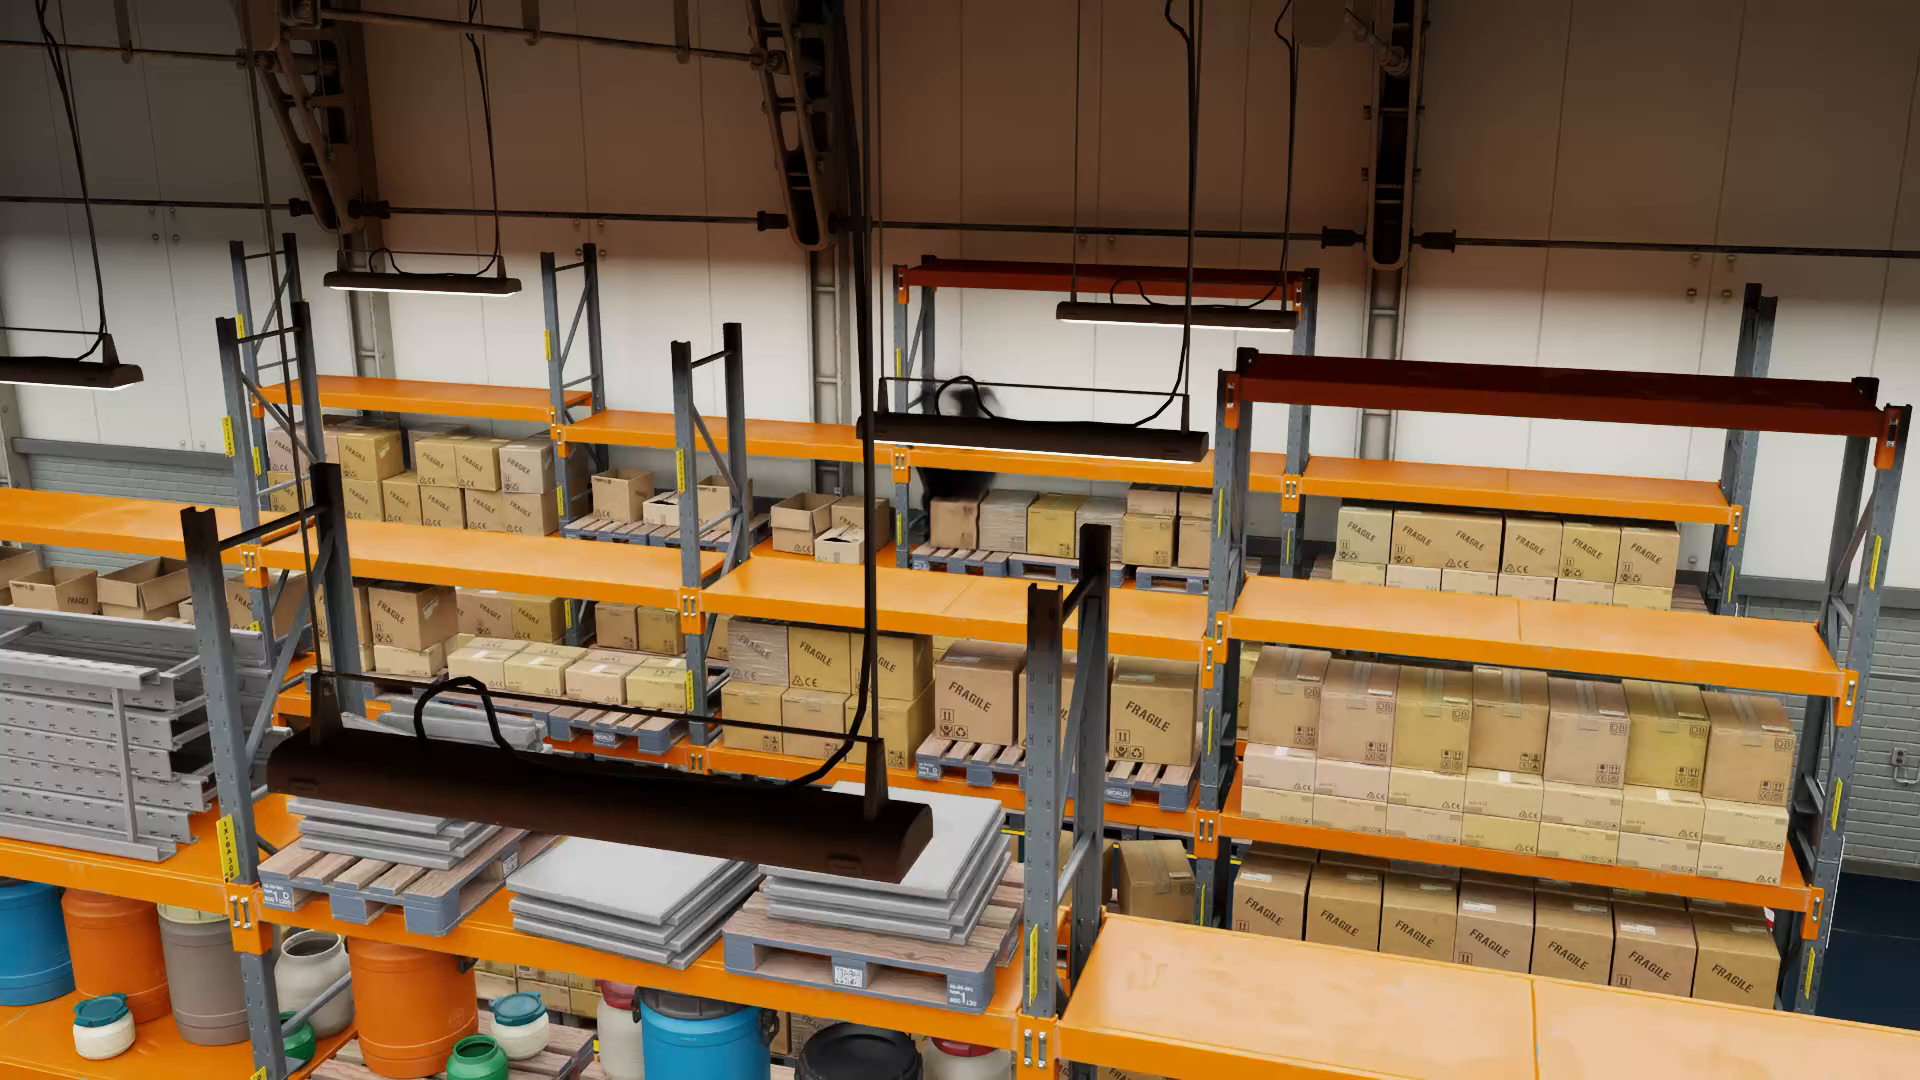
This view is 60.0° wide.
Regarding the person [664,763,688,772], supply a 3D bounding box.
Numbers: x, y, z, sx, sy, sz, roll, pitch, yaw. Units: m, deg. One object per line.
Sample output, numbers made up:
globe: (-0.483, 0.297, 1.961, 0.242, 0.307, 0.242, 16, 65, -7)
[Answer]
person: (-2.734, 2.572, 16.704, 0.667, 1.734, 0.685, 2, 16, 6)
